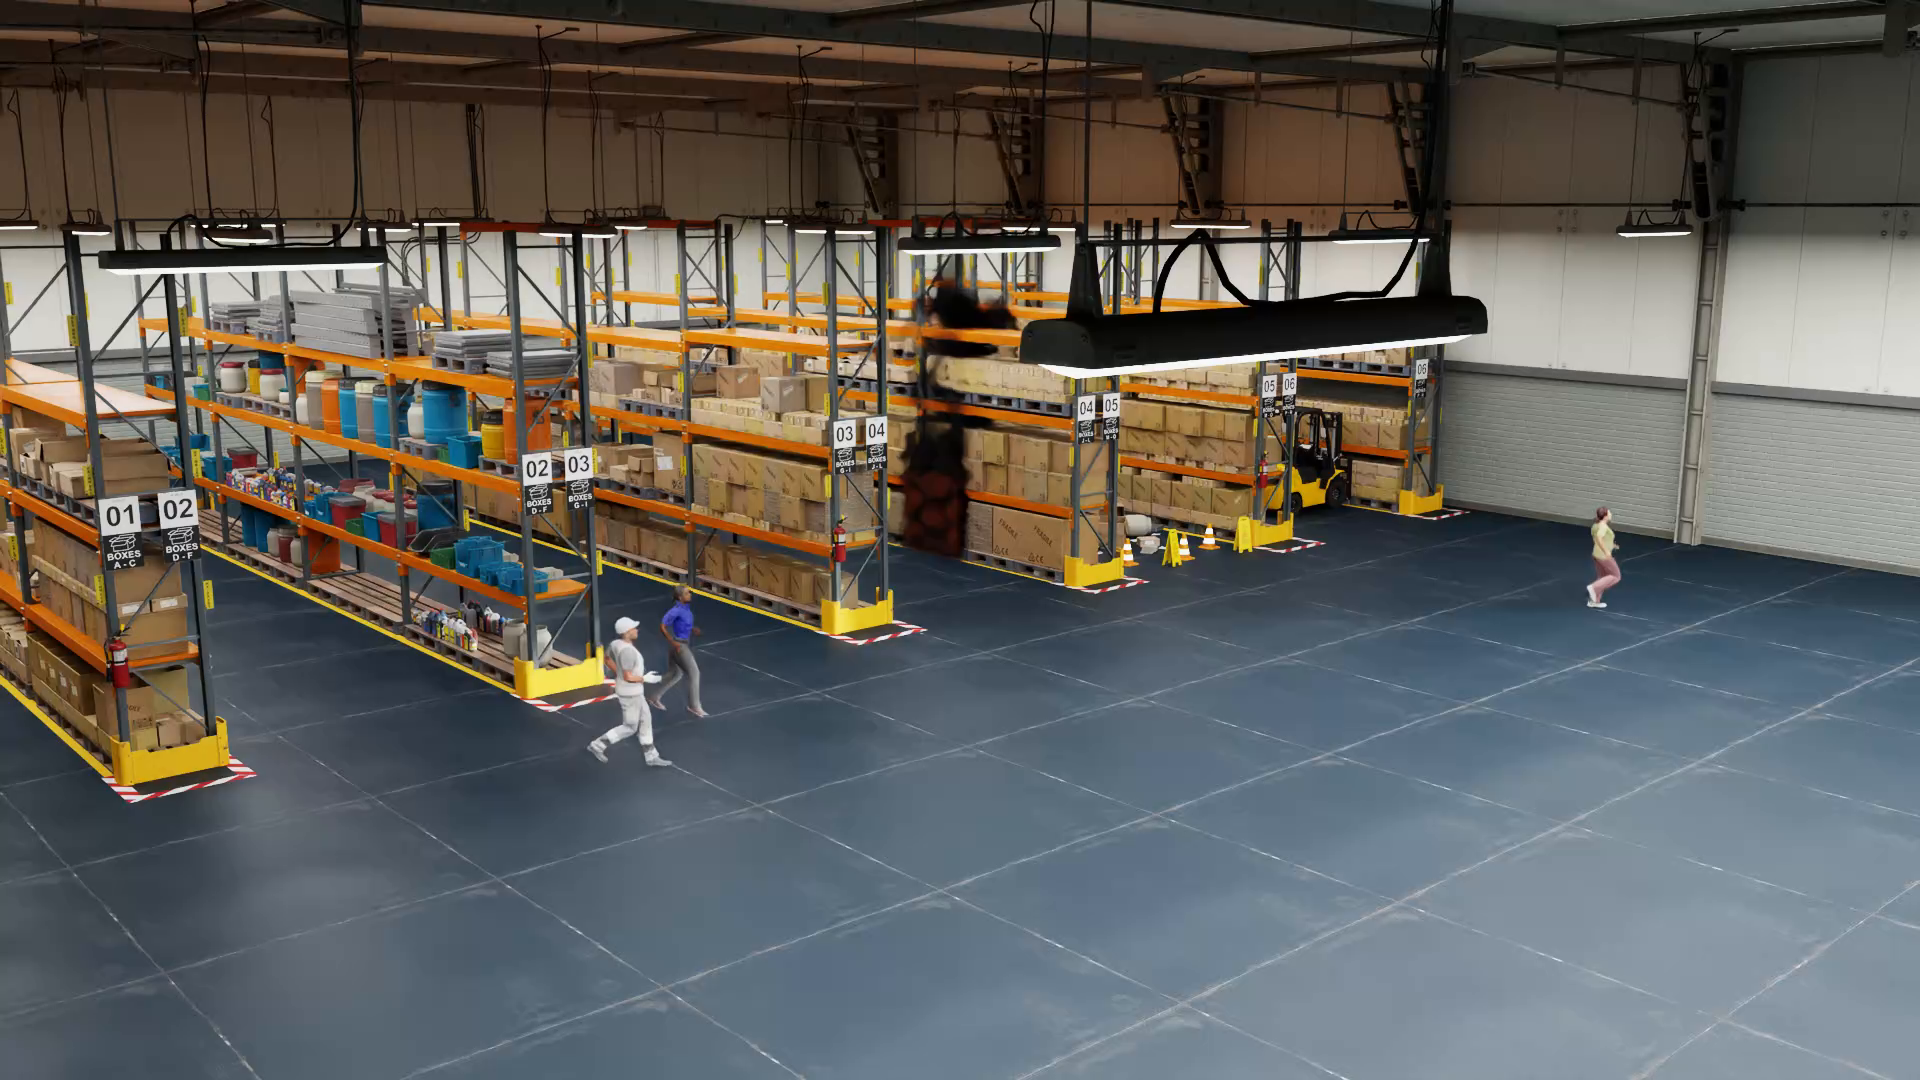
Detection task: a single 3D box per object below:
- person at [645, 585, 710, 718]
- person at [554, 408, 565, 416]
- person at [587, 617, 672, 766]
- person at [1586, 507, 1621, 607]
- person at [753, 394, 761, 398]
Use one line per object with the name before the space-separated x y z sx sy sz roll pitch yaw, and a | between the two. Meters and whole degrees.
person | -3.549 1.397 20.838 0.787 1.690 0.581 -1 11 -4
person | -9.597 -2.456 39.880 0.669 1.713 0.680 4 12 19
person | -3.753 1.742 18.749 0.956 1.789 0.656 -3 12 -17
person | 10.222 0.272 26.408 0.540 1.627 0.575 0 11 -2
person | -5.481 -3.342 44.277 0.781 1.655 0.720 -9 15 -38
